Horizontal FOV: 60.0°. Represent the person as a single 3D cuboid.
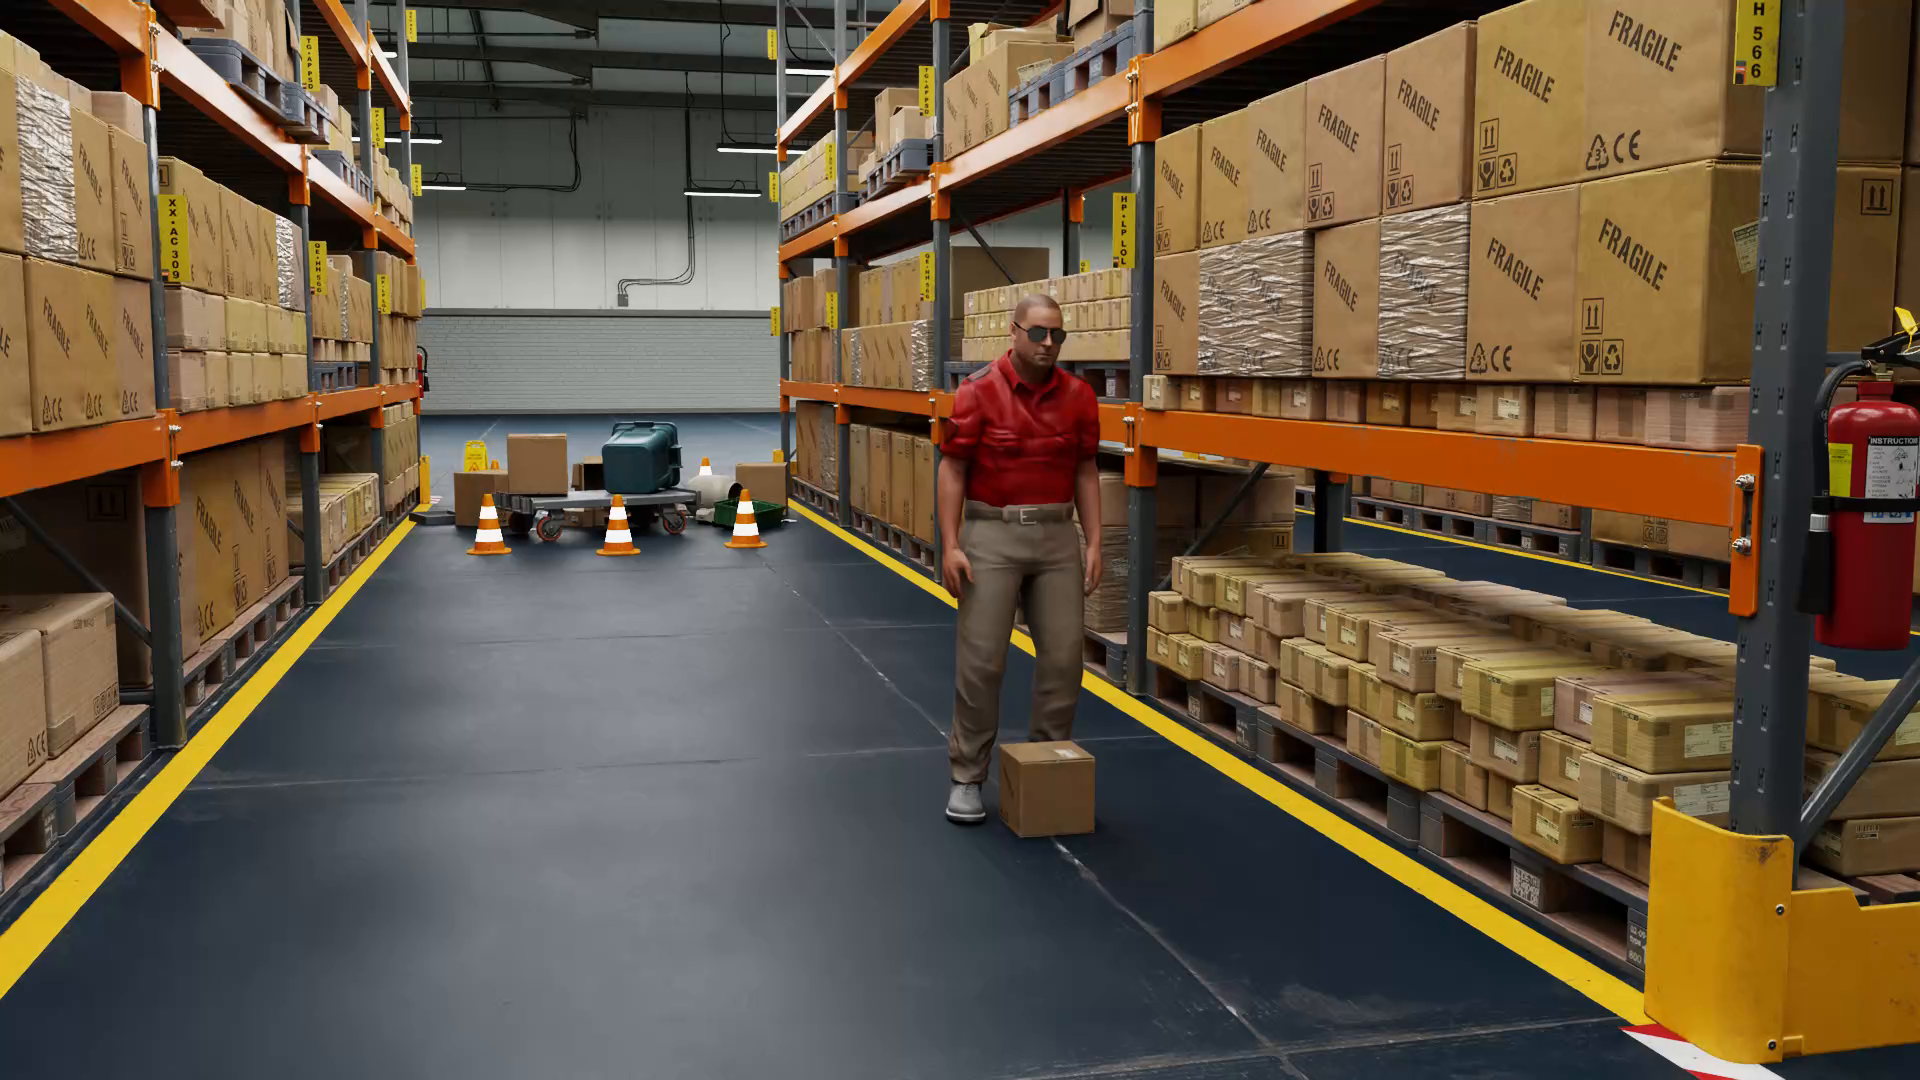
[{"bbox_3d":[0.211,0.047,5.576,0.591,1.725,0.392,-2,6,-17],"label":"person"}]
